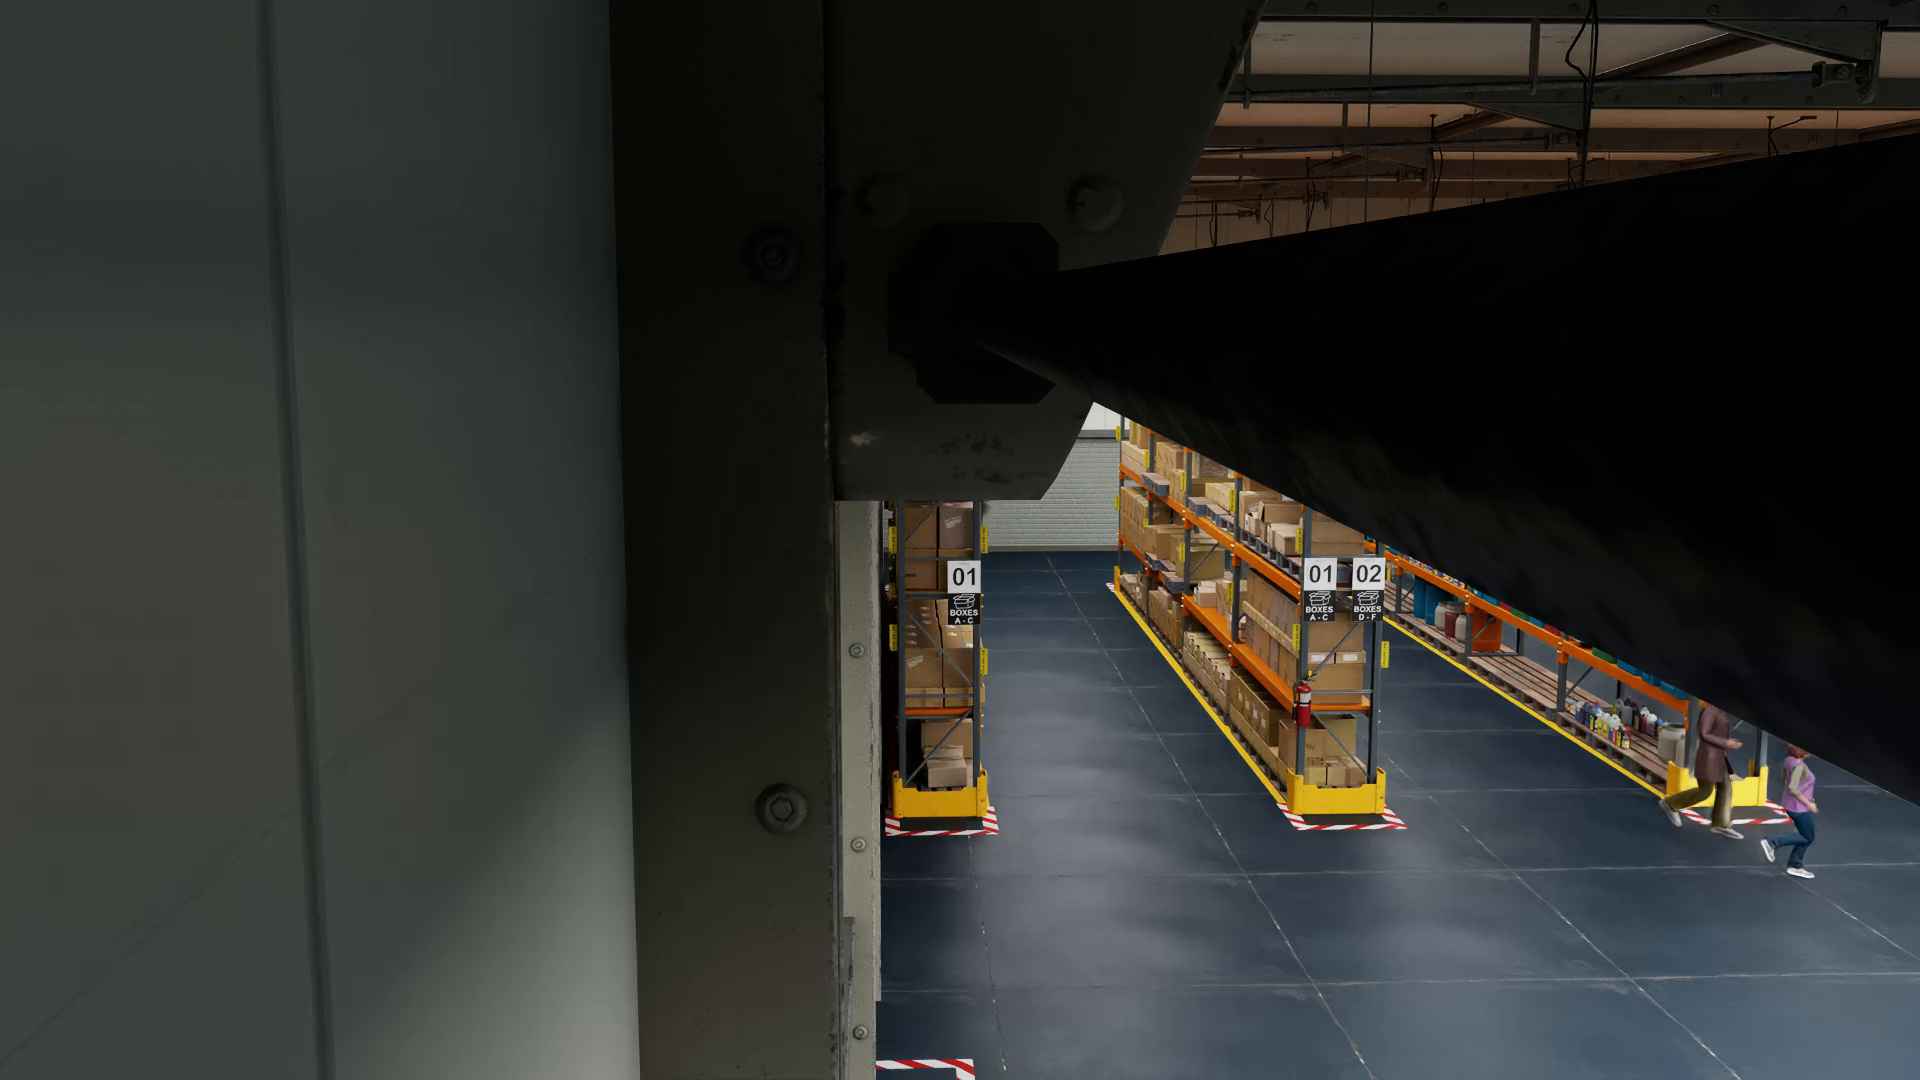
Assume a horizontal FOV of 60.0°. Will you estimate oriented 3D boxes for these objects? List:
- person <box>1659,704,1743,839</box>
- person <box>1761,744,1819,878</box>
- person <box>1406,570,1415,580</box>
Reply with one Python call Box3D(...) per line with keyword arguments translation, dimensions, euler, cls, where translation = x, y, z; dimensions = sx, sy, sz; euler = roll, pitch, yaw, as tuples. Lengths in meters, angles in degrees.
Box3D(translation=(8.917, 2.619, 19.852), dimensions=(0.937, 1.779, 0.720), euler=(6, 10, 35), cls="person")
Box3D(translation=(9.159, 2.949, 18.345), dimensions=(0.577, 1.563, 0.536), euler=(2, 9, 16), cls="person")
Box3D(translation=(10.345, 0.087, 37.552), dimensions=(0.551, 1.701, 0.663), euler=(3, 9, 22), cls="person")
